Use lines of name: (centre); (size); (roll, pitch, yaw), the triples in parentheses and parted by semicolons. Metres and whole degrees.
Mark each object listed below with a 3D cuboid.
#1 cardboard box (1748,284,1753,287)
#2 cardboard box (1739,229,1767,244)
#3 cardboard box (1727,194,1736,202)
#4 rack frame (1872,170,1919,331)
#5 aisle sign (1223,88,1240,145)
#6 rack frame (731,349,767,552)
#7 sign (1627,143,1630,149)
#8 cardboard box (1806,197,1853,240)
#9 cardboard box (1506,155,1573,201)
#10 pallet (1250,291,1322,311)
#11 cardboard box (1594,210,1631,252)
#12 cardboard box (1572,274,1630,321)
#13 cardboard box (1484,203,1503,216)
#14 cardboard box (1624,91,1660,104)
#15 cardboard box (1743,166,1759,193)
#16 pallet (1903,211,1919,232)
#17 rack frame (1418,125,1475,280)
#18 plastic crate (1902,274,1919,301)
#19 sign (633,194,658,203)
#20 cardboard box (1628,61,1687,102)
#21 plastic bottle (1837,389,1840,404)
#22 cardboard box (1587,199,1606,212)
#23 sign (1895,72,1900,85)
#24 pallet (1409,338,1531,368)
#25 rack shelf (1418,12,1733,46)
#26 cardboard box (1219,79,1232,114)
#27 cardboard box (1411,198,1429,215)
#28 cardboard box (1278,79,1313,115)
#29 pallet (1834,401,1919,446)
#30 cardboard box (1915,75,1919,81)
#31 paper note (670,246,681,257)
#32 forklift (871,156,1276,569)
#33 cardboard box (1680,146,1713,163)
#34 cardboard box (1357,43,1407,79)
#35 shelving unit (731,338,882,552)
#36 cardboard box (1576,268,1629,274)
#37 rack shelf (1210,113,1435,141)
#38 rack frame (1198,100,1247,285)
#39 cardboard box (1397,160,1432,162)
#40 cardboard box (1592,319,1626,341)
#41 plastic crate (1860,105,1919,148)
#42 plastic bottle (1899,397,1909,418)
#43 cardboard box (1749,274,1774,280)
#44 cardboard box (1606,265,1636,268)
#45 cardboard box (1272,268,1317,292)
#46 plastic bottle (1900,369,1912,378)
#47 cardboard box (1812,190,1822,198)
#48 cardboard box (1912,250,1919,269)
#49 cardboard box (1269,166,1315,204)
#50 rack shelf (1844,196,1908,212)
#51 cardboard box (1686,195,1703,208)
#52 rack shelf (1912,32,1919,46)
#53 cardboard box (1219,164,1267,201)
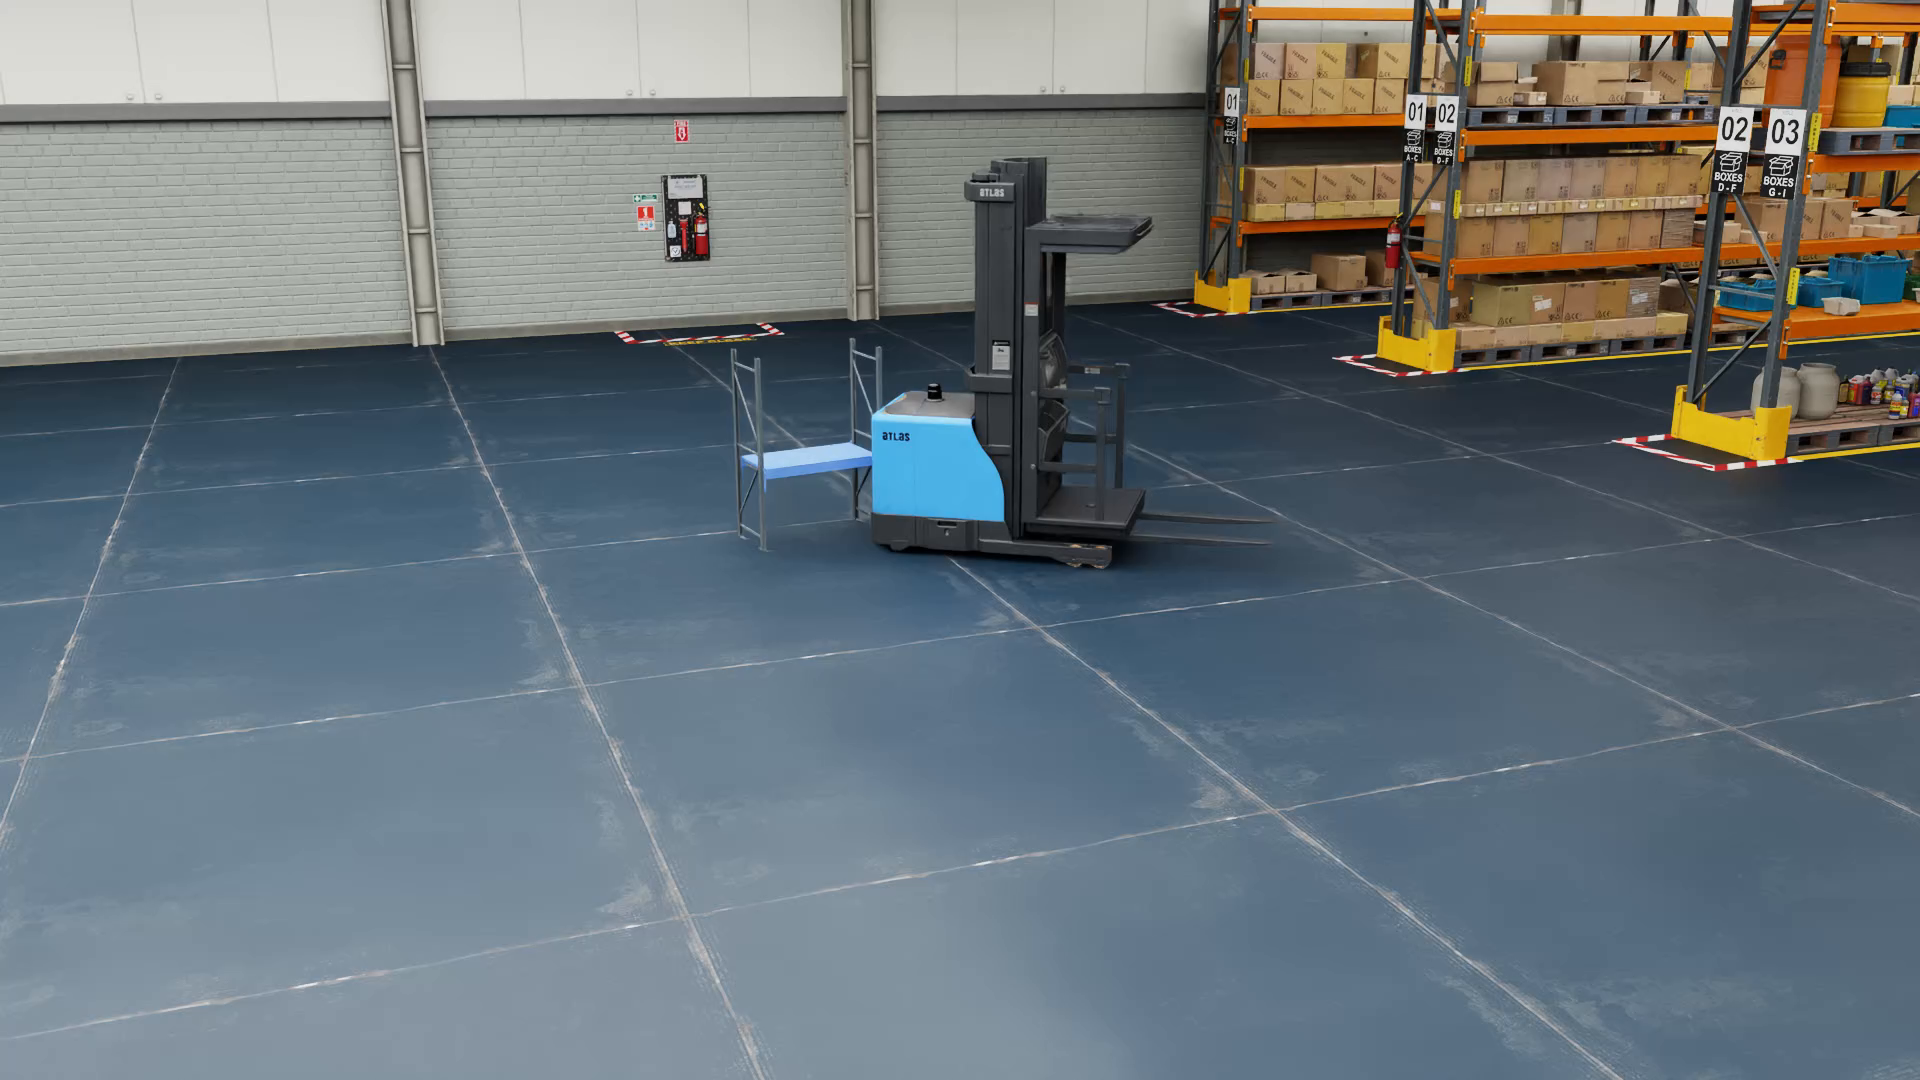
cardboard box: (10.317, -3.212, 21.852); (0.500, 0.311, 0.500); (-6, 18, -21)
cardboard box: (10.274, -3.951, 21.673); (0.250, 0.149, 0.380); (-6, 17, -20)
cardboard box: (12.669, -5.717, 27.653); (0.250, 0.149, 0.380); (-6, 17, -19)
rack frame: (13.108, -4.439, 22.890); (0.127, 3.000, 1.000); (-6, 17, -20)
aisle sign: (3.902, -6.096, 23.921); (0.004, 0.787, 0.394); (-6, 17, -20)
rack frame: (-1.624, -0.688, 12.781); (0.032, 1.500, 0.500); (-9, 19, -29)
sign: (11.130, -6.443, 27.660); (0.005, 0.325, 0.100); (-6, 17, -20)
cardboard box: (11.547, -4.313, 22.285); (0.500, 0.500, 0.500); (-7, 18, -23)
cardboard box: (7.087, -4.457, 20.473); (0.500, 0.500, 0.700); (-6, 17, -20)
pallet: (4.704, -3.678, 25.247); (1.213, 0.211, 1.003); (-6, 17, -20)
cardboard box: (8.001, -3.933, 20.989); (0.500, 0.500, 0.700); (-6, 17, -19)
cardboard box: (8.082, -3.074, 21.048); (0.500, 0.500, 0.500); (-6, 17, -20)
cardboard box: (6.327, -4.002, 20.073); (0.250, 0.149, 0.380); (-7, 18, -22)
cardboard box: (8.344, -5.429, 20.392); (0.250, 0.149, 0.380); (-6, 17, -20)
cardboard box: (12.833, -6.024, 27.547); (0.500, 0.500, 0.500); (-6, 17, -20)
pallet: (13.716, -4.434, 23.213); (1.003, 0.211, 1.213); (-6, 17, -20)
rack frame: (7.597, -5.338, 25.954); (0.127, 3.000, 1.000); (-6, 17, -20)
plastic crate: (9.773, -2.568, 16.894); (0.662, 0.188, 0.450); (-6, 17, -20)
sign: (-4.264, -4.630, 22.538); (0.331, 0.109, 0.001); (-6, 17, -20)
cardboard box: (8.808, -5.810, 21.064); (0.500, 0.500, 0.500); (-5, 17, -16)
plastic bottle: (8.965, -1.498, 17.060); (0.097, 0.201, 0.097); (0, 16, 0)
cardboard box: (7.763, -4.156, 20.597); (0.250, 0.149, 0.380); (-6, 17, -18)
sign: (12.916, -6.269, 22.881); (0.005, 0.325, 0.100); (-6, 17, -20)
pallet: (6.337, -2.382, 20.836); (1.213, 0.211, 1.003); (-6, 17, -20)
rack shelf: (7.505, -6.175, 20.142); (4.000, 0.370, 1.077); (-6, 17, -20)
cardboard box: (4.161, -6.541, 24.511); (0.500, 0.500, 0.500); (-5, 17, -16)
cardboard box: (6.795, -5.101, 25.374); (0.500, 0.250, 0.500); (-6, 17, -20)
cardboard box: (4.778, -6.445, 24.184); (0.500, 0.500, 0.500); (-5, 17, -16)
pallet: (9.359, -1.213, 16.855); (1.213, 0.211, 1.003); (-6, 17, -20)
cardboard box: (16.288, -7.810, 28.389); (0.500, 0.250, 0.500); (-7, 18, -21)
paper note: (-3.908, -3.967, 22.847); (0.142, 0.148, 0.016); (-6, 17, -20)
forklift: (0.889, -1.357, 12.516); (3.031, 2.935, 1.130); (4, 17, 13)
cardboard box: (11.875, -6.283, 27.097); (0.500, 0.250, 0.500); (-6, 17, -19)
cardboard box: (6.234, -7.080, 24.572); (0.500, 0.500, 0.500); (-7, 18, -22)
shelving unit: (-1.183, -0.760, 13.024); (1.048, 1.500, 0.538); (-9, 19, -29)
cardboard box: (8.364, -3.261, 21.682); (0.500, 0.500, 0.500); (-6, 17, -20)
rack shelf: (5.729, -6.231, 24.946); (4.000, 0.370, 1.077); (-6, 17, -20)
rack frame: (3.862, -4.935, 24.580); (0.127, 3.000, 1.000); (-6, 17, -20)
cardboard box: (7.083, -5.643, 25.892); (0.500, 0.500, 0.500); (-7, 18, -21)
cardboard box: (8.086, -2.711, 21.142); (0.500, 0.250, 0.500); (-6, 17, -20)
plastic crate: (9.080, -4.032, 16.208); (0.575, 0.384, 0.392); (-6, 17, -20)
plastic bottle: (9.308, -1.308, 16.415); (0.097, 0.201, 0.097); (0, 16, 0)
cardboard box: (11.070, -3.457, 22.685); (0.500, 0.311, 0.500); (-6, 18, -21)
cardboard box: (10.678, -4.667, 27.323); (0.500, 0.500, 0.700); (-6, 17, -19)
cardboard box: (5.072, -3.960, 25.250); (0.500, 0.311, 0.500); (-5, 17, -15)
plastic bottle: (9.894, -1.643, 17.409); (0.133, 0.283, 0.061); (-5, 17, -18)
cardboard box: (14.368, -5.880, 28.207); (0.250, 0.149, 0.380); (-6, 17, -18)
cardboard box: (13.949, -3.973, 23.629); (0.500, 0.250, 0.500); (-5, 17, -18)
cardboard box: (4.880, -5.249, 24.548); (0.500, 0.500, 0.500); (-6, 17, -20)
rack shelf: (16.935, -6.001, 29.488); (4.000, 0.370, 1.077); (-6, 17, -20)
cardboard box: (9.196, -4.311, 21.126); (0.250, 0.149, 0.380); (-6, 17, -20)
rack shelf: (14.976, -6.982, 22.889); (4.000, 0.370, 1.077); (-6, 17, -20)
cardboard box: (4.226, -5.336, 24.845); (0.500, 0.500, 0.500); (-6, 18, -21)
